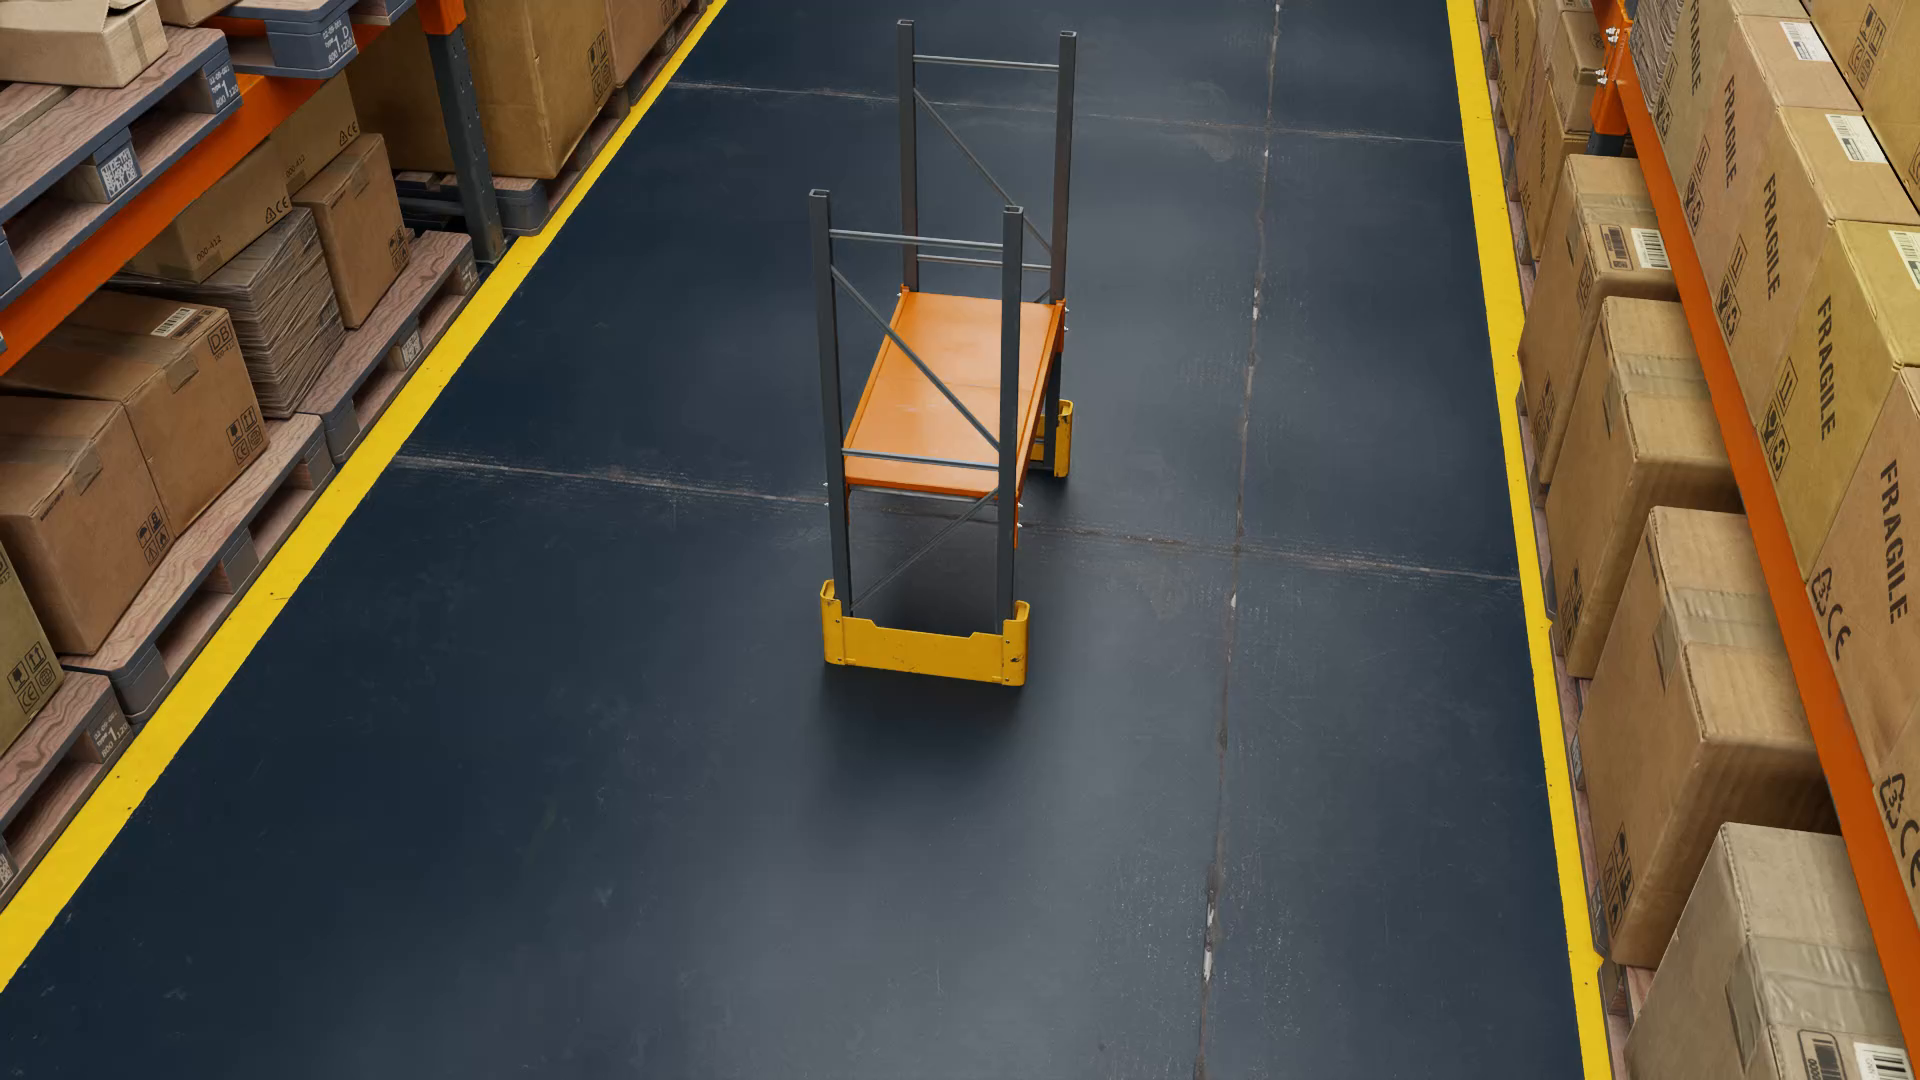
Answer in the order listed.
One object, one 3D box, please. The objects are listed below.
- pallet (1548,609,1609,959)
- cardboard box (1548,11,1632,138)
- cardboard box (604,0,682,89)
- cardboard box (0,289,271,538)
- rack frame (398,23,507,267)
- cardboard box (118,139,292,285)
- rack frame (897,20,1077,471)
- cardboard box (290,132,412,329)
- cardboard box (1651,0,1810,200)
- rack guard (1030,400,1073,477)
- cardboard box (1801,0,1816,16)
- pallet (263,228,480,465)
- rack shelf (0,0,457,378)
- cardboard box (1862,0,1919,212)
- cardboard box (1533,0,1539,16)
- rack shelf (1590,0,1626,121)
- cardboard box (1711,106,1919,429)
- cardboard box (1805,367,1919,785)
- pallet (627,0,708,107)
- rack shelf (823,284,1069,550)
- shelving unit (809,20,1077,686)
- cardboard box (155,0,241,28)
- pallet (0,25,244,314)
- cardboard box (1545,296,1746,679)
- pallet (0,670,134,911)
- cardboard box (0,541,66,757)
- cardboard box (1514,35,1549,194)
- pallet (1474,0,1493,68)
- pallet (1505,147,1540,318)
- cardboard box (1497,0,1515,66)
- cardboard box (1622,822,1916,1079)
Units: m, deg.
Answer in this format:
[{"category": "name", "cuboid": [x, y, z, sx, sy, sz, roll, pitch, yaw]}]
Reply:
[{"category": "pallet", "cuboid": [2.131, 0.609, 4.348, 1.003, 0.211, 1.213, 6, 40, 8]}, {"category": "cardboard box", "cuboid": [2.415, -1.661, 5.949, 0.500, 0.250, 0.500, 6, 40, 7]}, {"category": "cardboard box", "cuboid": [-2.011, -2.658, 7.449, 1.225, 0.875, 0.875, 7, 40, 8]}, {"category": "cardboard box", "cuboid": [-2.583, -0.404, 5.000, 0.700, 0.500, 0.500, 10, 41, 11]}, {"category": "rack frame", "cuboid": [-2.313, -2.326, 5.709, 1.000, 3.000, 0.127, 6, 40, 8]}, {"category": "cardboard box", "cuboid": [-2.481, -1.063, 5.210, 0.500, 0.250, 0.500, 11, 41, 13]}, {"category": "rack frame", "cuboid": [0.073, -0.844, 5.093, 0.500, 1.500, 0.032, 6, 40, 8]}, {"category": "cardboard box", "cuboid": [-2.409, -1.110, 5.854, 0.700, 0.500, 0.500, 4, 40, 5]}, {"category": "cardboard box", "cuboid": [2.126, -1.183, 4.248, 0.500, 0.500, 0.500, 6, 40, 7]}, {"category": "rack guard", "cuboid": [0.073, -0.361, 5.491, 0.587, 0.250, 0.087, 6, 40, 8]}, {"category": "cardboard box", "cuboid": [2.381, -1.541, 3.897, 0.700, 0.500, 0.500, 6, 40, 7]}, {"category": "pallet", "cuboid": [-2.449, -0.761, 6.005, 1.003, 0.211, 1.213, 6, 40, 8]}, {"category": "rack shelf", "cuboid": [-2.659, -0.794, 4.420, 1.077, 0.370, 4.000, 6, 40, 8]}, {"category": "cardboard box", "cuboid": [2.207, -0.898, 3.119, 0.700, 0.500, 0.500, 6, 40, 7]}, {"category": "cardboard box", "cuboid": [2.595, -2.297, 6.718, 0.500, 0.250, 0.500, 7, 40, 9]}, {"category": "rack shelf", "cuboid": [2.901, -2.694, 6.719, 1.077, 0.370, 4.000, 6, 40, 8]}, {"category": "cardboard box", "cuboid": [1.950, -0.554, 3.488, 0.500, 0.500, 0.500, 6, 40, 7]}, {"category": "cardboard box", "cuboid": [1.777, 0.082, 2.718, 0.500, 0.500, 0.500, 6, 40, 7]}, {"category": "pallet", "cuboid": [-1.888, -2.501, 8.110, 1.003, 0.211, 1.213, 6, 40, 8]}, {"category": "rack shelf", "cuboid": [-0.015, -0.386, 4.822, 0.538, 0.185, 1.000, 6, 40, 8]}, {"category": "shelving unit", "cuboid": [-0.013, -0.530, 4.714, 0.587, 1.500, 1.083, 6, 40, 8]}, {"category": "cardboard box", "cuboid": [-2.365, -1.822, 4.691, 0.700, 0.500, 0.500, 12, 41, 14]}, {"category": "pallet", "cuboid": [-2.615, -1.005, 4.262, 1.003, 0.211, 1.213, 6, 40, 8]}, {"category": "cardboard box", "cuboid": [2.213, -0.089, 4.440, 1.050, 0.750, 0.750, 7, 40, 8]}, {"category": "pallet", "cuboid": [-2.871, 0.770, 4.153, 1.003, 0.211, 1.213, 6, 40, 8]}, {"category": "cardboard box", "cuboid": [-2.776, 0.298, 4.152, 0.700, 0.500, 0.500, 6, 40, 7]}, {"category": "cardboard box", "cuboid": [2.505, -1.682, 6.562, 0.500, 0.500, 0.500, 8, 40, 9]}, {"category": "pallet", "cuboid": [3.114, -2.663, 8.305, 1.003, 0.211, 1.213, 6, 40, 8]}, {"category": "pallet", "cuboid": [2.692, -1.131, 6.453, 1.003, 0.211, 1.213, 6, 40, 8]}, {"category": "cardboard box", "cuboid": [2.691, -2.328, 7.343, 0.500, 0.500, 0.500, 7, 40, 8]}, {"category": "cardboard box", "cuboid": [1.882, 1.100, 3.001, 1.050, 0.750, 0.750, 6, 40, 7]}]
